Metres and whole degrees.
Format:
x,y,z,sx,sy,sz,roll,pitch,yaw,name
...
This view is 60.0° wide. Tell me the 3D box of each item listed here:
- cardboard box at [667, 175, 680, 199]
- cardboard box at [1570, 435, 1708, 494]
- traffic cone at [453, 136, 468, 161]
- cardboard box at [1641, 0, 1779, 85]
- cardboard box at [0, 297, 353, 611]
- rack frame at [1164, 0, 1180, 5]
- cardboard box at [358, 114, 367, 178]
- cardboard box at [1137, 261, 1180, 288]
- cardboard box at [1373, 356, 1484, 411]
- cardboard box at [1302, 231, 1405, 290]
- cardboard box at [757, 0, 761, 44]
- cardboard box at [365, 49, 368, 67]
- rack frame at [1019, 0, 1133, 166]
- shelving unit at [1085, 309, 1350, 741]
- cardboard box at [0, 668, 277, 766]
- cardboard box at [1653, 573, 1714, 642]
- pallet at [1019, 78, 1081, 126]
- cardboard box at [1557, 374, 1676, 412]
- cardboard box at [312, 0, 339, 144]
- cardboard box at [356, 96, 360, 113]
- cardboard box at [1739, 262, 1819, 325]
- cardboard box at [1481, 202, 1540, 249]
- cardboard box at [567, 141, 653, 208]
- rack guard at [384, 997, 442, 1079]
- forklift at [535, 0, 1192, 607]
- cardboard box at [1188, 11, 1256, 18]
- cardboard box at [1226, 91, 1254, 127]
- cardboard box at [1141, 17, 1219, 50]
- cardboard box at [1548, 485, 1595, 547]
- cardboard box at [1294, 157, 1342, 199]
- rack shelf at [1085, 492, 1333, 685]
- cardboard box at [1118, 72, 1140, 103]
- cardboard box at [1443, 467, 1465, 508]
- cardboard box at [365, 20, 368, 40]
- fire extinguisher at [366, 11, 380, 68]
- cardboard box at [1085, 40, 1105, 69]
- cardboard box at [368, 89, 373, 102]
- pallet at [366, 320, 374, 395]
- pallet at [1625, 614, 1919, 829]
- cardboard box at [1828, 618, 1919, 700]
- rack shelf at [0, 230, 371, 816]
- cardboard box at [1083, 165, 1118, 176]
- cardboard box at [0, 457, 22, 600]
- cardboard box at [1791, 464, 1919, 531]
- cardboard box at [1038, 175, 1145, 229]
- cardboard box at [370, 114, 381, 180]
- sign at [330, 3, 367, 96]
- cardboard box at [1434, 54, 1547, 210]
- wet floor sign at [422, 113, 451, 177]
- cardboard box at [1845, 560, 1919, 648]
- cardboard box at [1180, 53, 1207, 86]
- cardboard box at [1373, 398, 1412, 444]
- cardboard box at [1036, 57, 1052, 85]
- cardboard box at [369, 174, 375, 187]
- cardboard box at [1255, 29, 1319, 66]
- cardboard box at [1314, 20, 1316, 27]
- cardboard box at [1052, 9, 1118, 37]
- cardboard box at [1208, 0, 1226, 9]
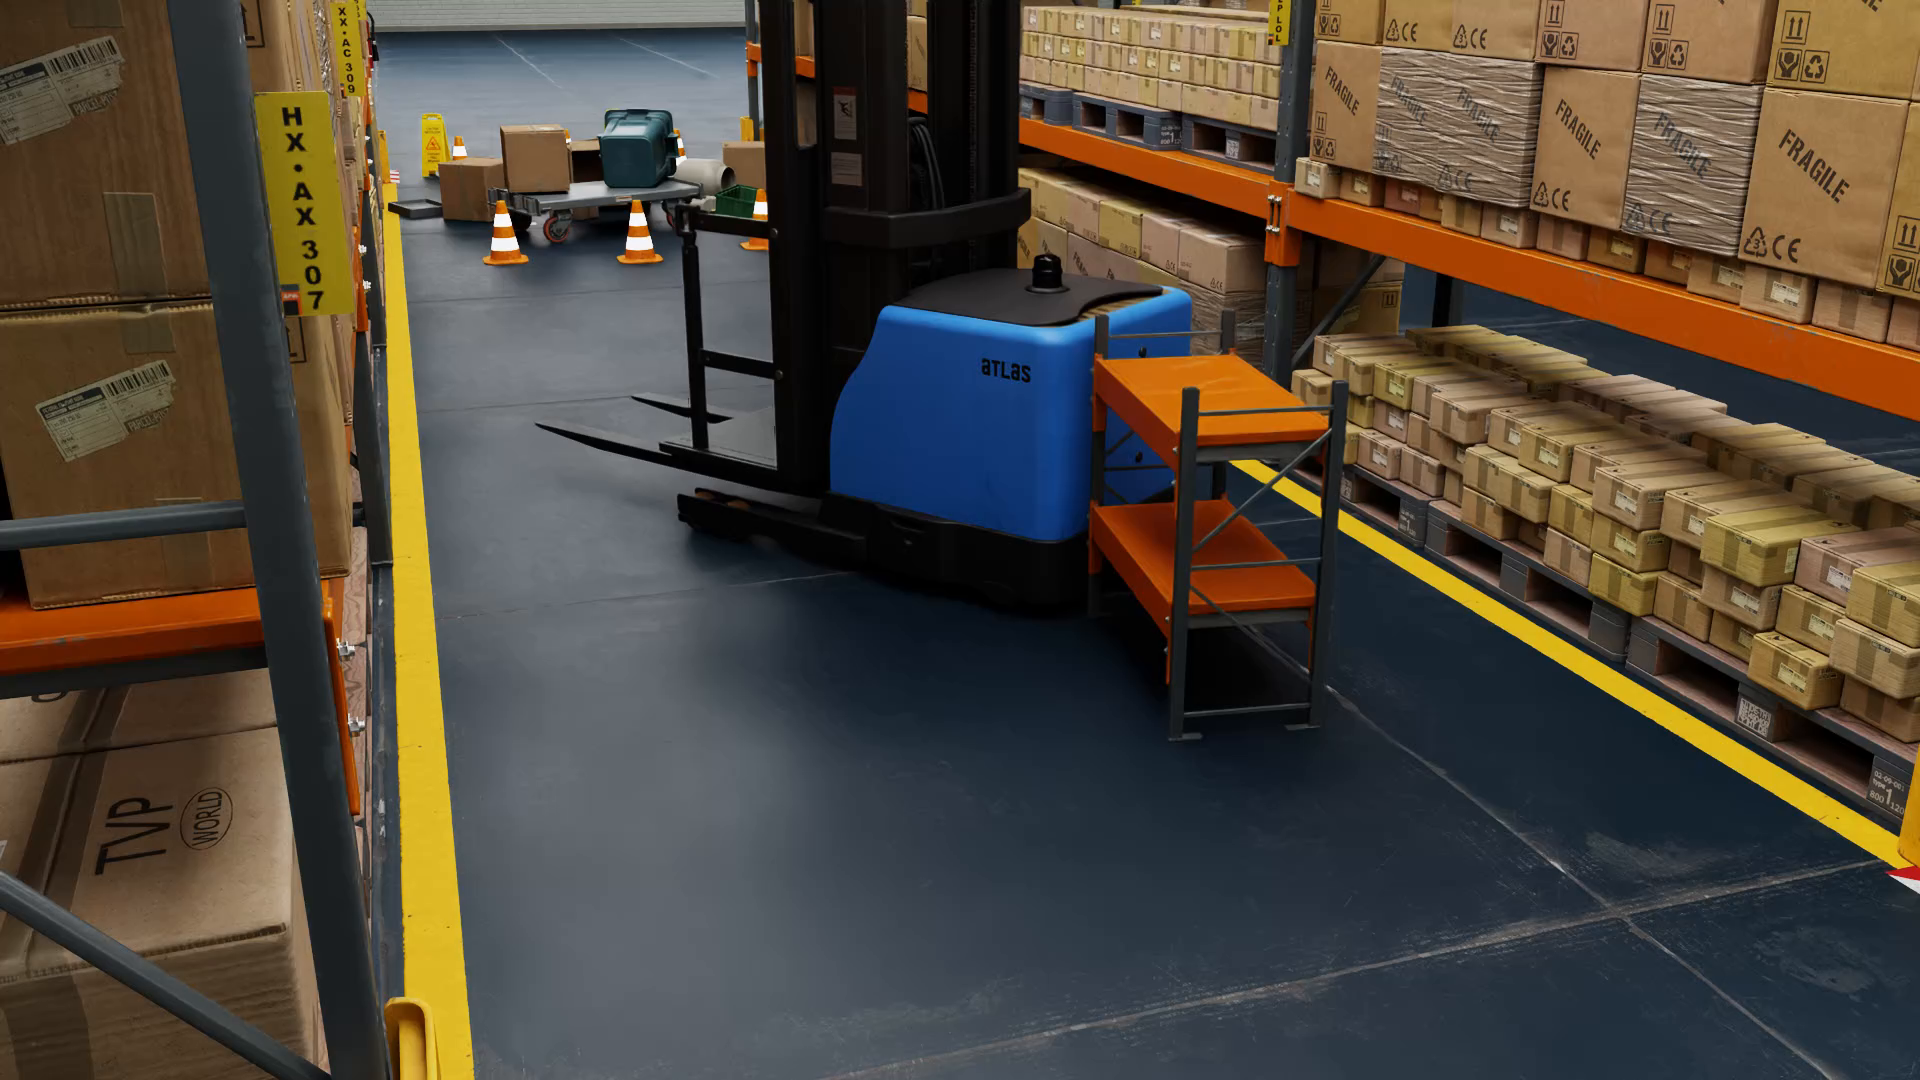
x,y,z,sx,sy,sz,roll,pitch,yaw,name
-2.887,-3.469,16.183,0.396,0.266,0.258,-3,20,-8,cardboard box
2.404,-0.251,5.894,0.380,0.149,0.250,-7,21,-19,cardboard box
-5.163,-3.931,17.175,0.336,0.463,0.334,-6,21,-17,traffic cone
2.462,-1.656,5.022,0.500,0.500,0.500,-5,20,-14,cardboard box
-1.373,-0.223,2.951,0.500,0.500,0.500,-7,21,-18,cardboard box
2.885,-6.178,19.681,1.000,3.000,0.127,-6,21,-17,rack frame
-3.098,-1.867,7.898,0.500,0.250,0.500,-7,21,-18,cardboard box
1.283,-1.230,8.979,0.500,0.500,0.500,-7,21,-18,cardboard box
1.984,-0.666,7.049,0.380,0.149,0.250,-7,21,-18,cardboard box
1.934,-1.472,8.546,0.500,0.250,0.500,-7,21,-20,cardboard box
-1.696,-5.640,17.960,0.875,0.550,0.550,-6,21,-17,cardboard box
-5.454,-4.270,14.740,0.380,0.149,0.250,-6,21,-17,cardboard box
0.659,-3.117,11.156,1.000,3.000,0.127,-6,21,-17,rack frame
0.805,-0.093,5.510,0.538,1.125,1.048,-3,20,-9,shelving unit
-2.092,0.523,4.191,0.875,0.438,0.875,-6,21,-16,cardboard box
2.541,0.204,5.506,0.380,0.149,0.250,-6,21,-17,cardboard box
0.984,-2.809,10.583,1.213,0.211,1.003,-6,21,-17,pallet
2.658,-0.557,6.745,0.380,0.149,0.250,-7,21,-20,cardboard box
-2.020,-1.344,4.594,0.500,0.500,0.500,-6,21,-16,cardboard box
-3.270,-2.268,8.277,0.500,0.250,0.500,-7,21,-19,cardboard box
2.564,-0.748,4.933,0.380,0.149,0.250,-6,21,-16,cardboard box
2.154,-1.172,6.113,0.380,0.149,0.250,-5,20,-15,cardboard box
-3.266,-3.421,15.495,0.797,0.637,0.503,-6,21,-17,cardboard box
-1.487,1.193,2.855,1.175,0.500,0.348,-6,21,-17,rack guard
-0.574,-1.508,6.779,3.031,2.935,1.130,14,24,34,forklift
1.565,-3.039,9.811,0.380,0.149,0.250,-6,21,-17,cardboard box
1.521,-2.102,8.082,0.380,0.149,0.250,-6,21,-17,cardboard box
1.195,-2.719,8.919,0.380,0.149,0.250,-7,21,-20,cardboard box
2.333,-0.100,5.914,0.380,0.149,0.250,-5,20,-14,cardboard box
1.694,-1.589,7.275,0.380,0.149,0.250,-6,21,-15,cardboard box
0.805,0.138,5.592,0.538,0.278,1.000,-3,20,-9,rack shelf
1.107,-2.522,9.251,0.380,0.149,0.250,-7,21,-19,cardboard box
2.181,-0.220,6.686,0.380,0.149,0.250,-7,21,-20,cardboard box
-6.091,-5.168,16.279,0.500,0.500,0.500,-7,21,-18,cardboard box
-6.122,-5.175,17.001,0.296,0.674,0.183,-6,21,-17,fire extinguisher
0.951,-2.827,9.659,0.380,0.149,0.250,-6,21,-17,cardboard box
-5.428,-3.919,14.767,0.380,0.149,0.250,-5,20,-14,cardboard box
-3.832,-0.985,9.346,1.003,0.211,1.213,-6,21,-17,pallet
2.927,0.474,5.284,1.003,0.211,1.213,-6,21,-17,pallet
2.736,0.316,4.756,0.380,0.149,0.250,-7,21,-19,cardboard box
-2.123,-0.294,4.363,1.077,0.370,4.000,-6,21,-17,rack shelf
1.122,-2.299,10.847,0.500,0.250,0.500,-7,21,-18,cardboard box
-1.897,-0.165,2.790,0.500,0.500,0.500,-6,21,-17,cardboard box
3.016,-0.130,5.558,0.380,0.149,0.250,-7,21,-20,cardboard box
0.805,-2.081,10.240,0.500,0.250,0.500,-7,21,-18,cardboard box
-5.195,-3.316,14.049,0.500,0.500,0.500,-5,20,-15,cardboard box
-2.225,-1.779,6.034,0.100,0.325,0.005,-6,21,-17,sign
2.119,-1.511,6.098,0.500,0.500,0.500,-7,21,-18,cardboard box
-5.567,-4.192,17.633,0.267,0.644,0.232,1,20,2,wet floor sign
2.766,0.172,4.717,0.380,0.149,0.250,-6,21,-17,cardboard box
1.354,-2.411,8.501,0.380,0.149,0.250,-7,21,-19,cardboard box
2.002,-0.533,7.118,0.380,0.149,0.250,-7,21,-18,cardboard box
0.692,-2.945,10.428,0.380,0.149,0.250,-5,20,-15,cardboard box
-5.099,-2.635,13.081,0.950,0.372,0.625,-6,21,-17,cardboard box
1.604,-2.300,7.754,0.380,0.149,0.250,-5,20,-15,cardboard box
1.981,-2.619,8.642,0.380,0.149,0.250,-7,21,-18,cardboard box
0.780,-3.142,10.097,0.380,0.149,0.250,-7,21,-18,cardboard box
3.302,-6.038,18.703,0.875,0.500,0.500,-6,21,-17,cardboard box
